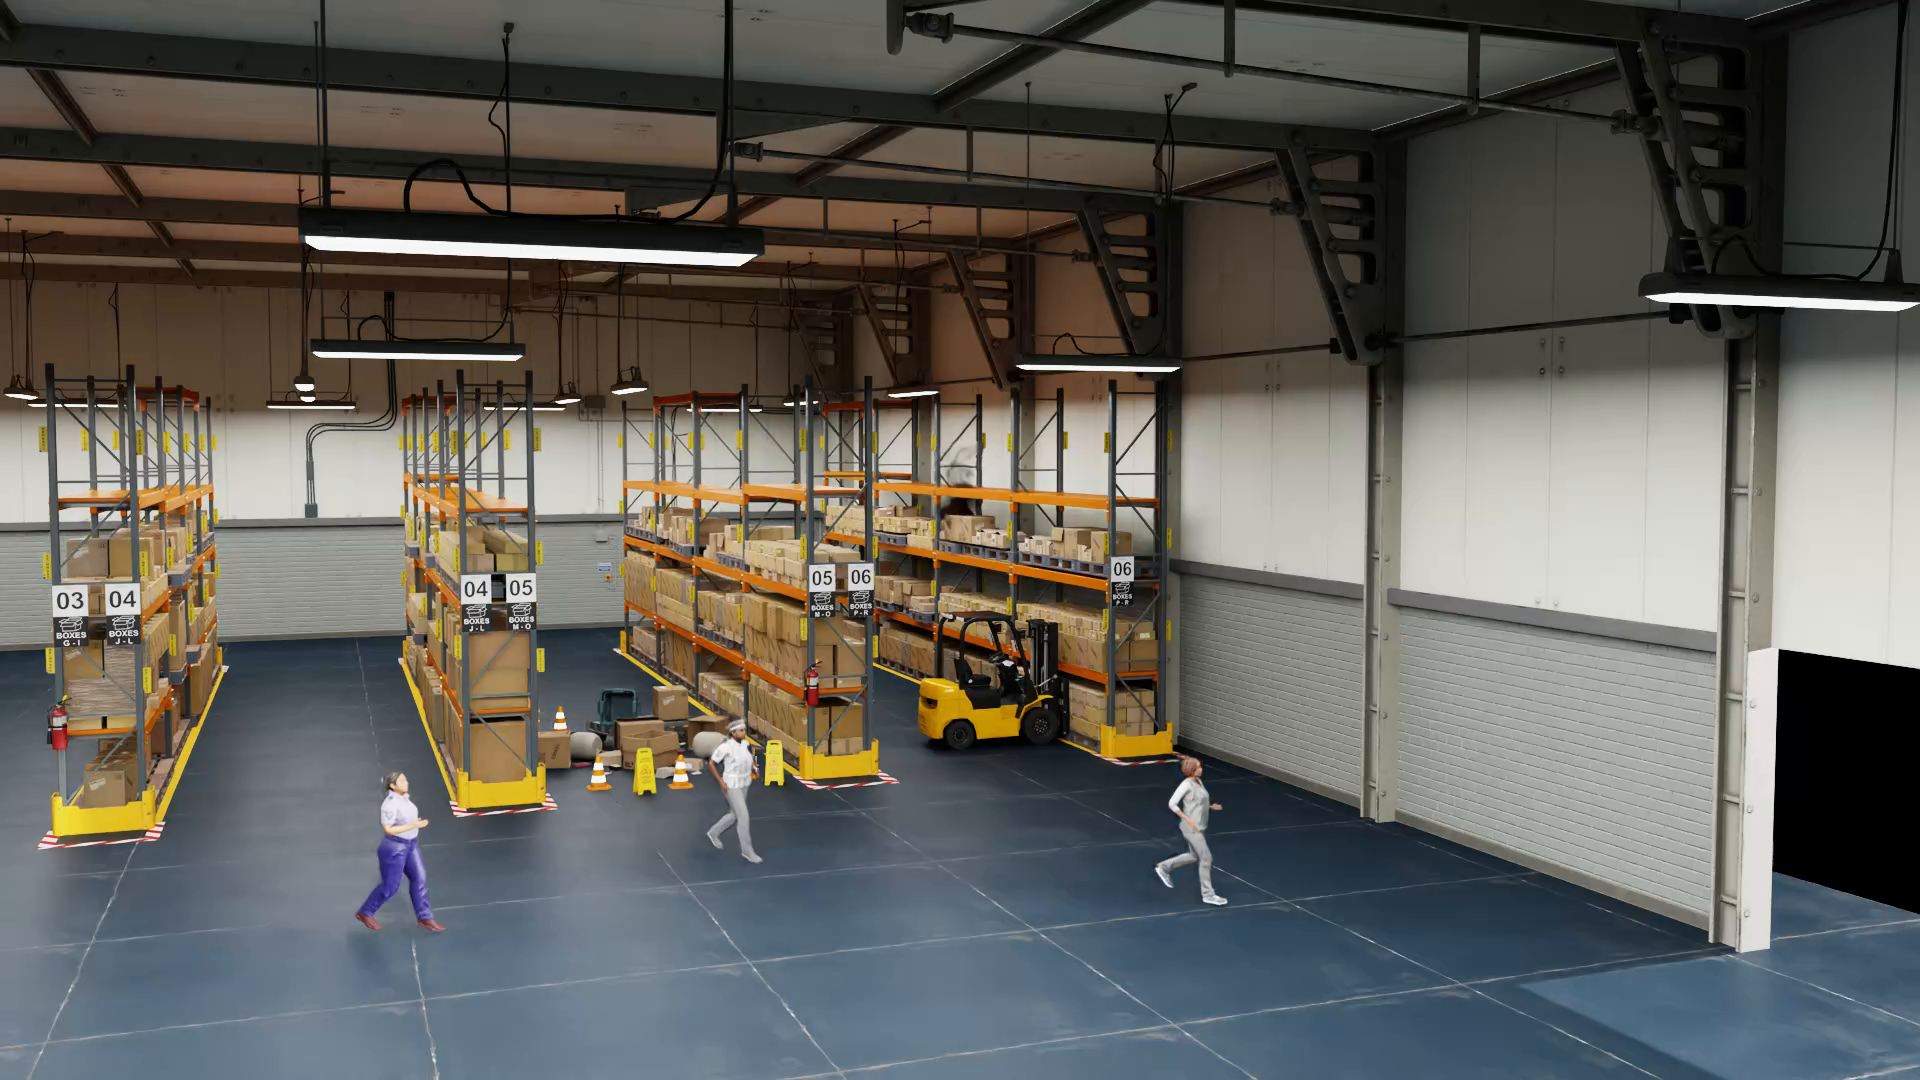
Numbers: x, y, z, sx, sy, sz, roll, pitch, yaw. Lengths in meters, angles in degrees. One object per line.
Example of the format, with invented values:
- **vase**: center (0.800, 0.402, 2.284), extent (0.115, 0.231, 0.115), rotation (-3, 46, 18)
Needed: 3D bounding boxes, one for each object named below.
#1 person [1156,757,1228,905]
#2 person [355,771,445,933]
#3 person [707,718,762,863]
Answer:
- **person**: center (2.515, 3.145, 18.107), extent (0.841, 1.572, 0.546), rotation (2, 4, 26)
- **person**: center (-5.707, 3.174, 16.892), extent (0.874, 1.672, 0.598), rotation (0, 3, 6)
- **person**: center (-2.727, 2.989, 20.063), extent (0.875, 1.715, 0.584), rotation (2, 4, 29)
